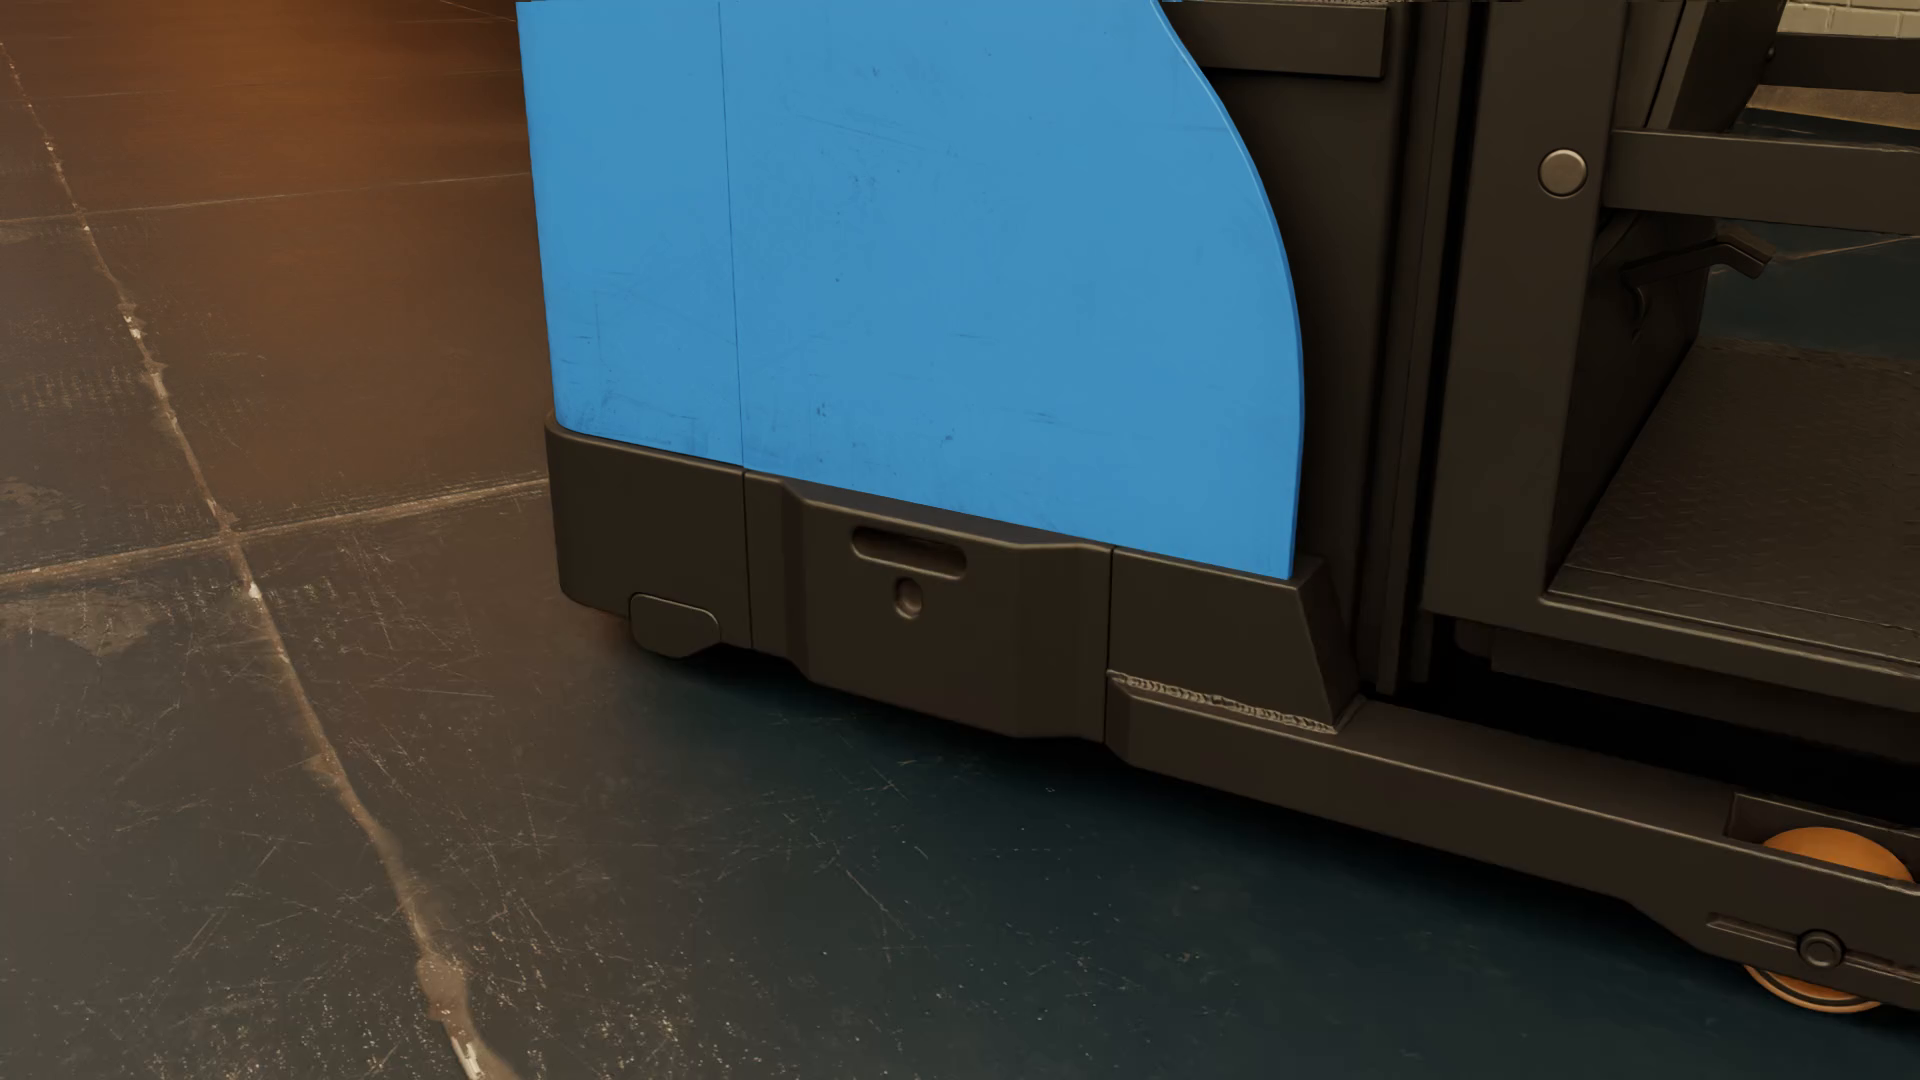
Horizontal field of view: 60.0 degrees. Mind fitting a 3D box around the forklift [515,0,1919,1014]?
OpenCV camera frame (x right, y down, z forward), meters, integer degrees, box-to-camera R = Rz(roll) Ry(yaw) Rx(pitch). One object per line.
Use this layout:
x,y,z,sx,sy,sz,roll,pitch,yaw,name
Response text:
0.984,-1.109,1.476,3.031,2.935,1.130,12,25,27,forklift
